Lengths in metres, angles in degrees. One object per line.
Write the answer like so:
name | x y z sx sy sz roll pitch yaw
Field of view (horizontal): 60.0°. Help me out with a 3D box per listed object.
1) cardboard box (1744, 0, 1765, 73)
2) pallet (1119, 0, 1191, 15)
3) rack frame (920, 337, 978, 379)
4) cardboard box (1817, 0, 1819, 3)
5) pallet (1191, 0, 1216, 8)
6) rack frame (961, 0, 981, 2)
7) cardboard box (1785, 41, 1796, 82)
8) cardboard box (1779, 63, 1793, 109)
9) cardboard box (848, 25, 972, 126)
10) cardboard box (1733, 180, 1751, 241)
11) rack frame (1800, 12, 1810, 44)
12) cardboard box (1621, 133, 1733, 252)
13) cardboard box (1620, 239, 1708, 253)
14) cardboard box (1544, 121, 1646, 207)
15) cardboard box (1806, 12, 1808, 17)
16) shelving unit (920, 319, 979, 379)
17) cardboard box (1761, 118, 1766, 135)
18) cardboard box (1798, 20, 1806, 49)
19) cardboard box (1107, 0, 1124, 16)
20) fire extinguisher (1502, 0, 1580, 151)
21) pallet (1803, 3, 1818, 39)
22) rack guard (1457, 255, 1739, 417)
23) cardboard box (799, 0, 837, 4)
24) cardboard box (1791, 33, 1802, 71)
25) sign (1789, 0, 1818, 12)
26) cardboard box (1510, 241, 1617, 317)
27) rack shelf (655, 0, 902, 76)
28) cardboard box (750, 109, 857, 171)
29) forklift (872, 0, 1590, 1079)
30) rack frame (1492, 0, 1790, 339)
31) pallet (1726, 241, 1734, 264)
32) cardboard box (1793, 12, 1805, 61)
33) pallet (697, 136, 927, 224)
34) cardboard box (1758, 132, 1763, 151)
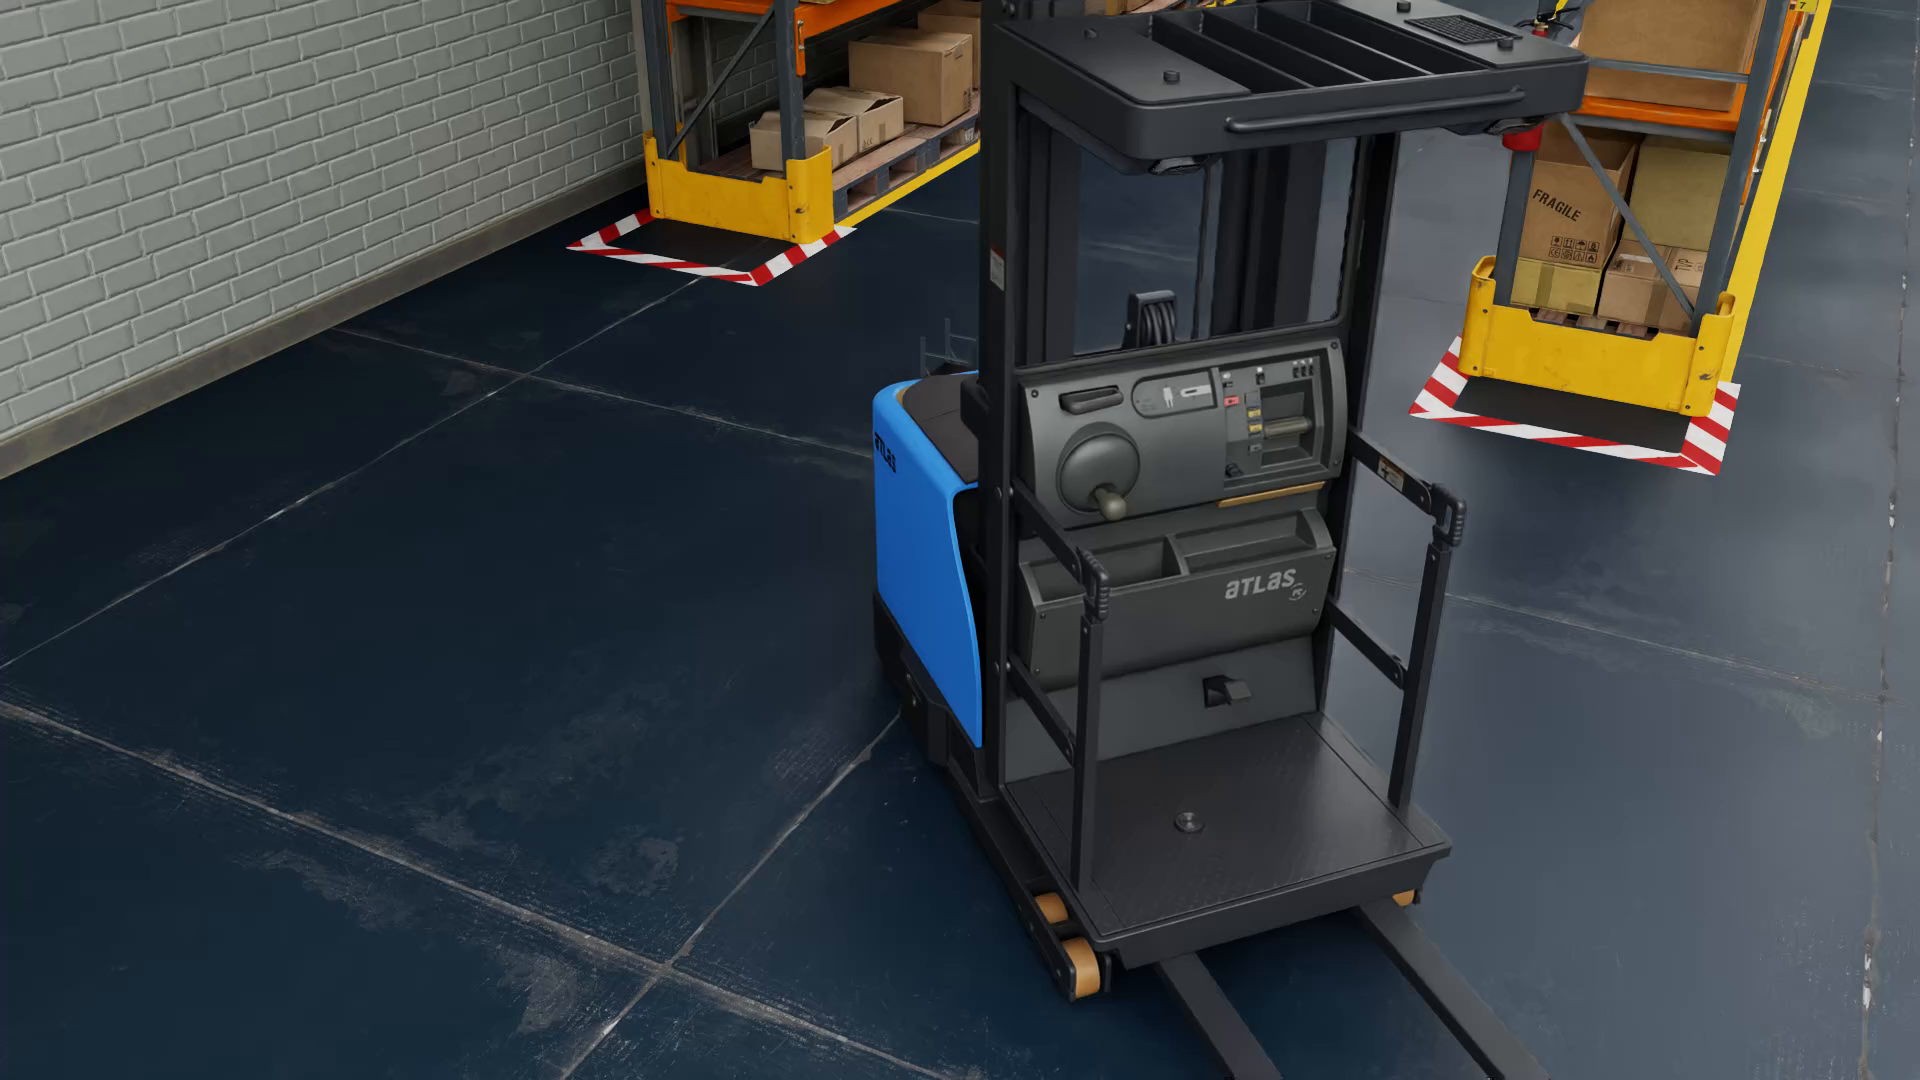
cardboard box | 3.503 -2.563 8.101 0.700 0.500 0.500 15 33 25
pallet | 1.363 -4.656 14.647 1.003 0.211 1.213 14 33 23
rack frame | -0.043 -0.349 6.454 0.240 0.900 0.006 14 33 23
cardboard box | 7.151 -4.872 14.291 0.500 0.500 0.500 16 33 25
pallet | 1.920 -5.195 15.585 1.003 0.211 1.213 14 33 23
rack frame | 0.455 -4.977 12.405 1.000 3.000 0.127 14 33 23
cardboard box | 5.277 -3.215 11.113 0.500 0.311 0.500 14 33 23
cardboard box | 5.505 -3.194 11.639 0.500 0.250 0.500 15 33 24
cardboard box | -0.333 -3.164 11.316 0.700 0.500 0.500 12 32 20
cardboard box | 4.172 -1.924 9.427 0.500 0.250 0.500 14 33 23
rack frame | 6.689 -5.629 13.539 1.000 3.000 0.127 14 33 23
cardboard box | 3.713 -1.806 8.470 0.500 0.500 0.500 14 33 23
cardboard box | 3.711 -1.482 8.657 0.500 0.250 0.500 14 33 23
cardboard box | 3.466 -2.149 9.066 0.500 0.500 0.500 14 33 23
cardboard box | 6.438 -4.342 13.074 0.500 0.311 0.500 14 33 23
shelving unit | 0.004 -0.394 6.532 0.258 0.900 0.210 14 33 23
cardboard box | 4.612 -2.696 10.019 0.500 0.500 0.500 14 33 23
cardboard box | 6.435 -4.100 13.218 0.500 0.250 0.500 14 33 23
cardboard box | 0.966 -4.655 13.912 0.700 0.500 0.500 14 33 22
fire extinguisher | 2.577 -2.101 7.475 0.296 0.674 0.183 14 33 23
pallet | 7.063 -4.742 14.795 1.003 0.211 1.213 14 33 23
rack guard | 3.033 -0.987 7.967 1.175 0.500 0.348 14 33 23
cardboard box | -0.862 -3.292 9.601 0.500 0.250 0.500 13 32 22
cardboard box | 5.971 -3.649 12.432 0.500 0.250 0.500 15 33 24
sign | 3.536 -2.363 6.904 0.100 0.325 0.005 14 33 23
cardboard box | 3.026 -1.377 8.474 0.500 0.250 0.500 14 33 23
rack shelf | -0.456 -3.779 11.041 1.077 0.370 4.000 14 33 23
cardboard box | -0.972 -2.515 10.376 0.500 0.311 0.500 11 32 18
forklift | 0.688 -0.249 4.241 1.130 2.935 3.031 -11 32 -18
rack frame | 3.044 -2.082 7.363 1.000 3.000 0.127 14 33 23
pallet | 3.912 -1.760 9.603 1.003 0.211 1.213 14 33 23
cardboard box | 5.744 -3.665 11.897 0.500 0.311 0.500 13 32 22
pallet | -0.931 -2.381 10.684 1.003 0.211 1.213 14 33 23
cardboard box | 4.613 -2.370 10.205 0.500 0.250 0.500 14 33 23
